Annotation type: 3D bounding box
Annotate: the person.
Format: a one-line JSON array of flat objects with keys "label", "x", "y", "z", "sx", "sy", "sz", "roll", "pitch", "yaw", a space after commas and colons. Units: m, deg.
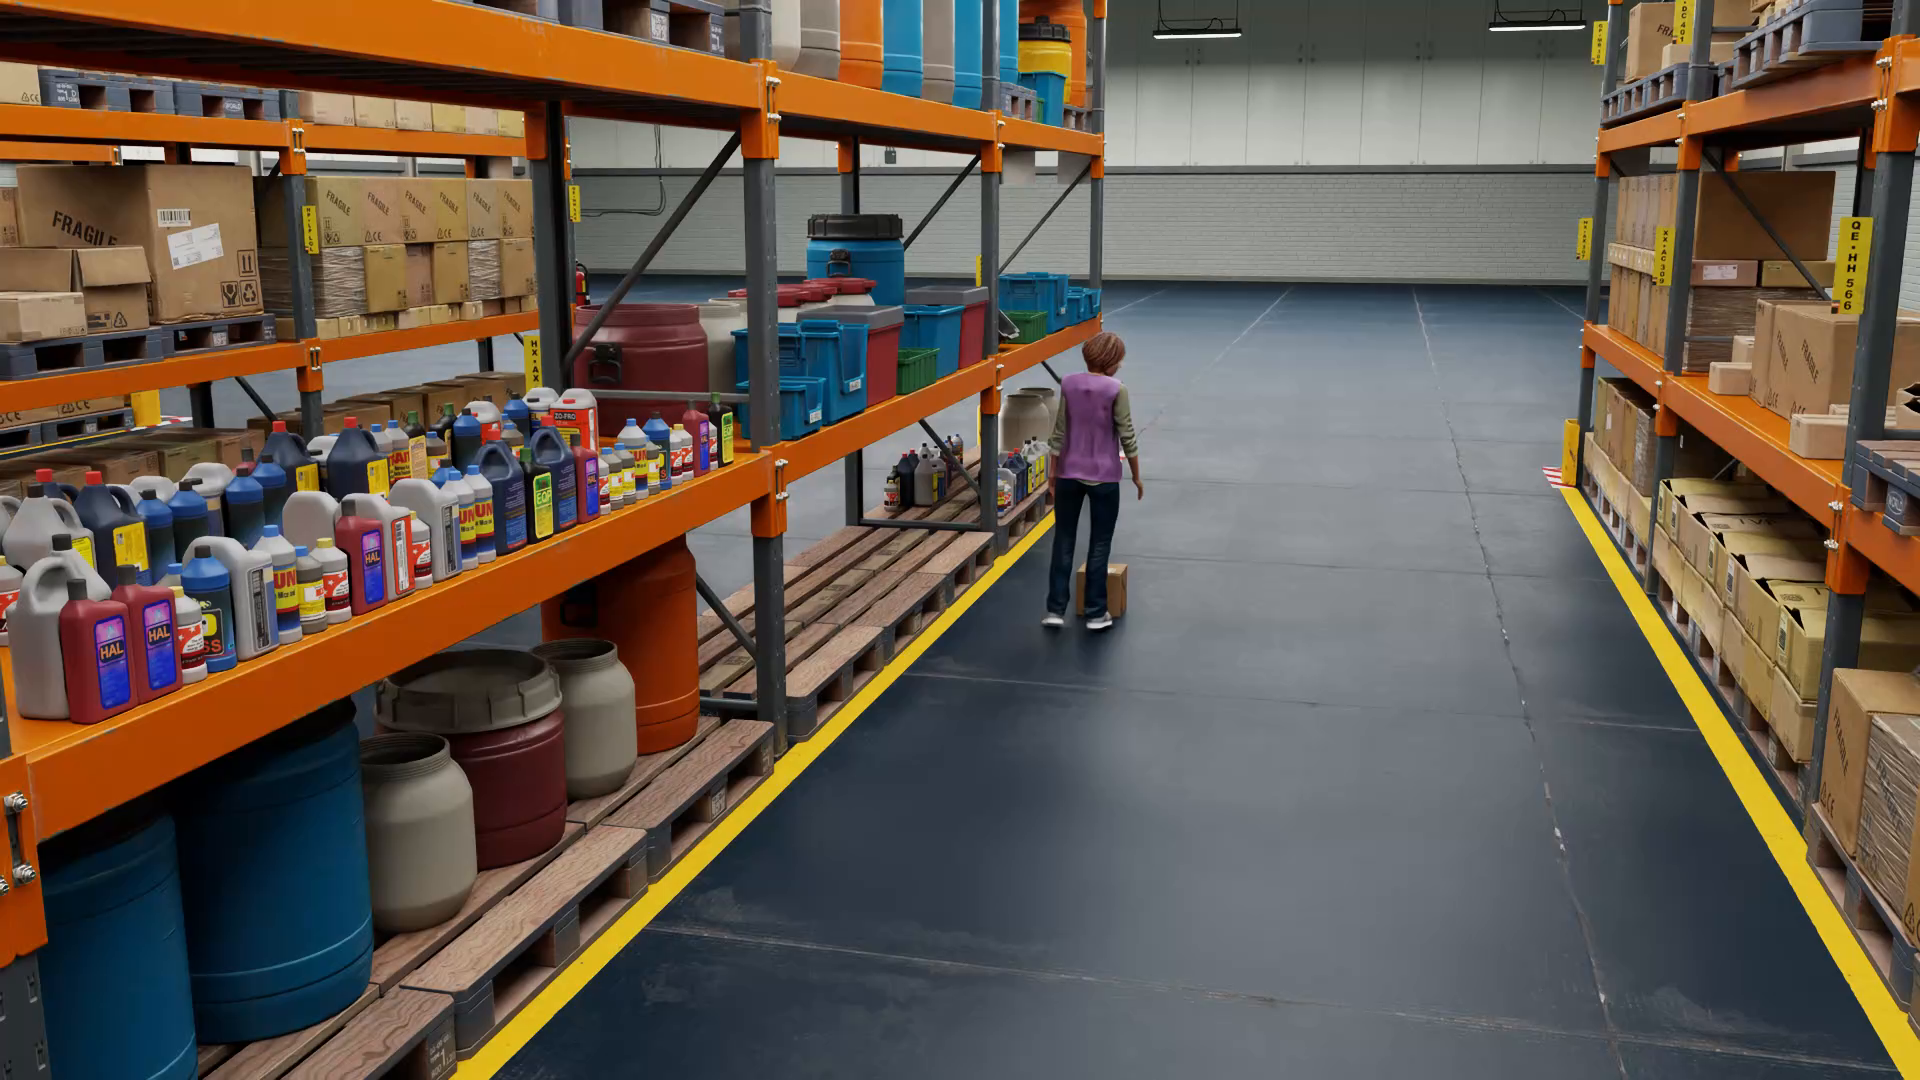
[{"label": "person", "x": 0.698, "y": -0.299, "z": 8.862, "sx": 0.547, "sy": 1.604, "sz": 0.348, "roll": 4, "pitch": 12, "yaw": 19}]
